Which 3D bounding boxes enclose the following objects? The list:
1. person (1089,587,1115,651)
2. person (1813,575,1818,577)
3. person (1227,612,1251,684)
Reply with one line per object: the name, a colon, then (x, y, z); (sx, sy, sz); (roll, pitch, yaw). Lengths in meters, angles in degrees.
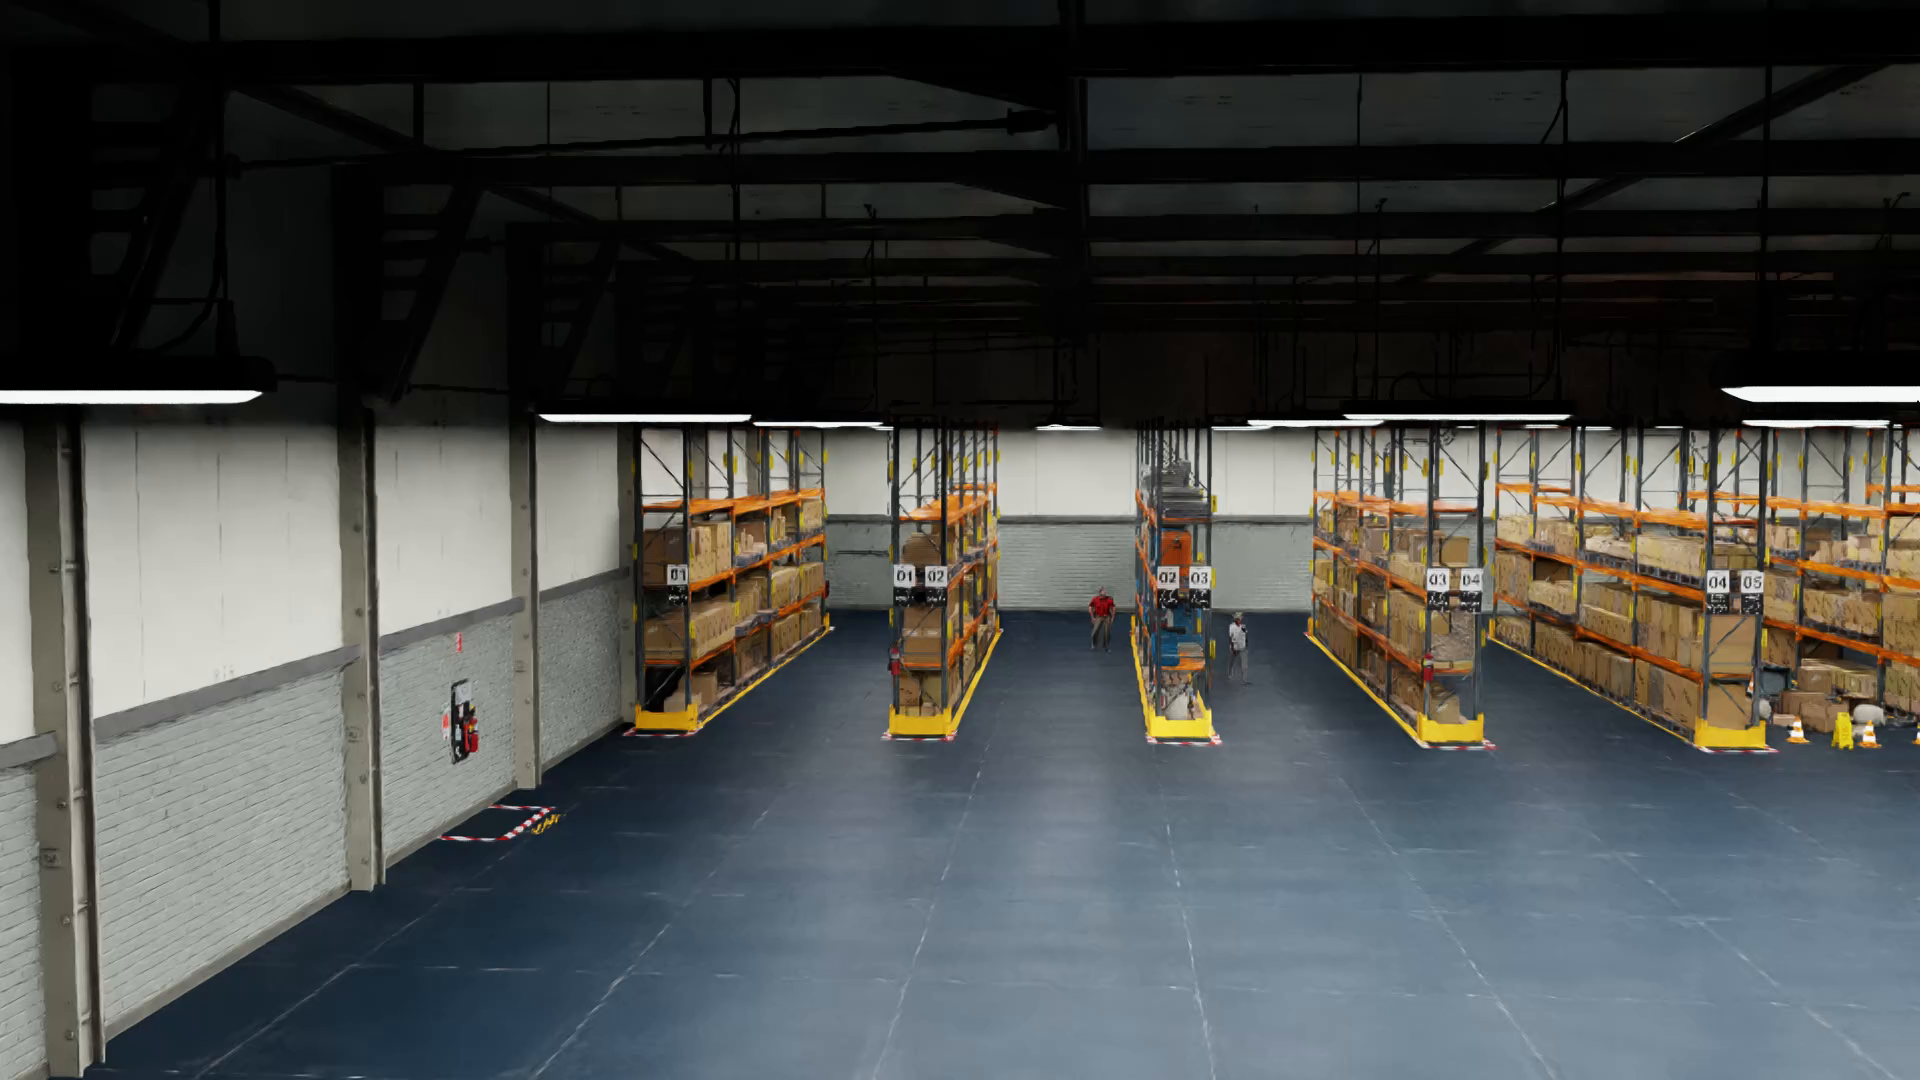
person: (3.707, 2.057, 43.409); (0.682, 1.676, 0.535); (0, 4, 4)
person: (24.132, 1.825, 46.810); (0.382, 1.666, 0.571); (-2, 4, -27)
person: (6.295, 2.433, 37.715); (0.448, 1.622, 0.996); (0, 4, -4)
